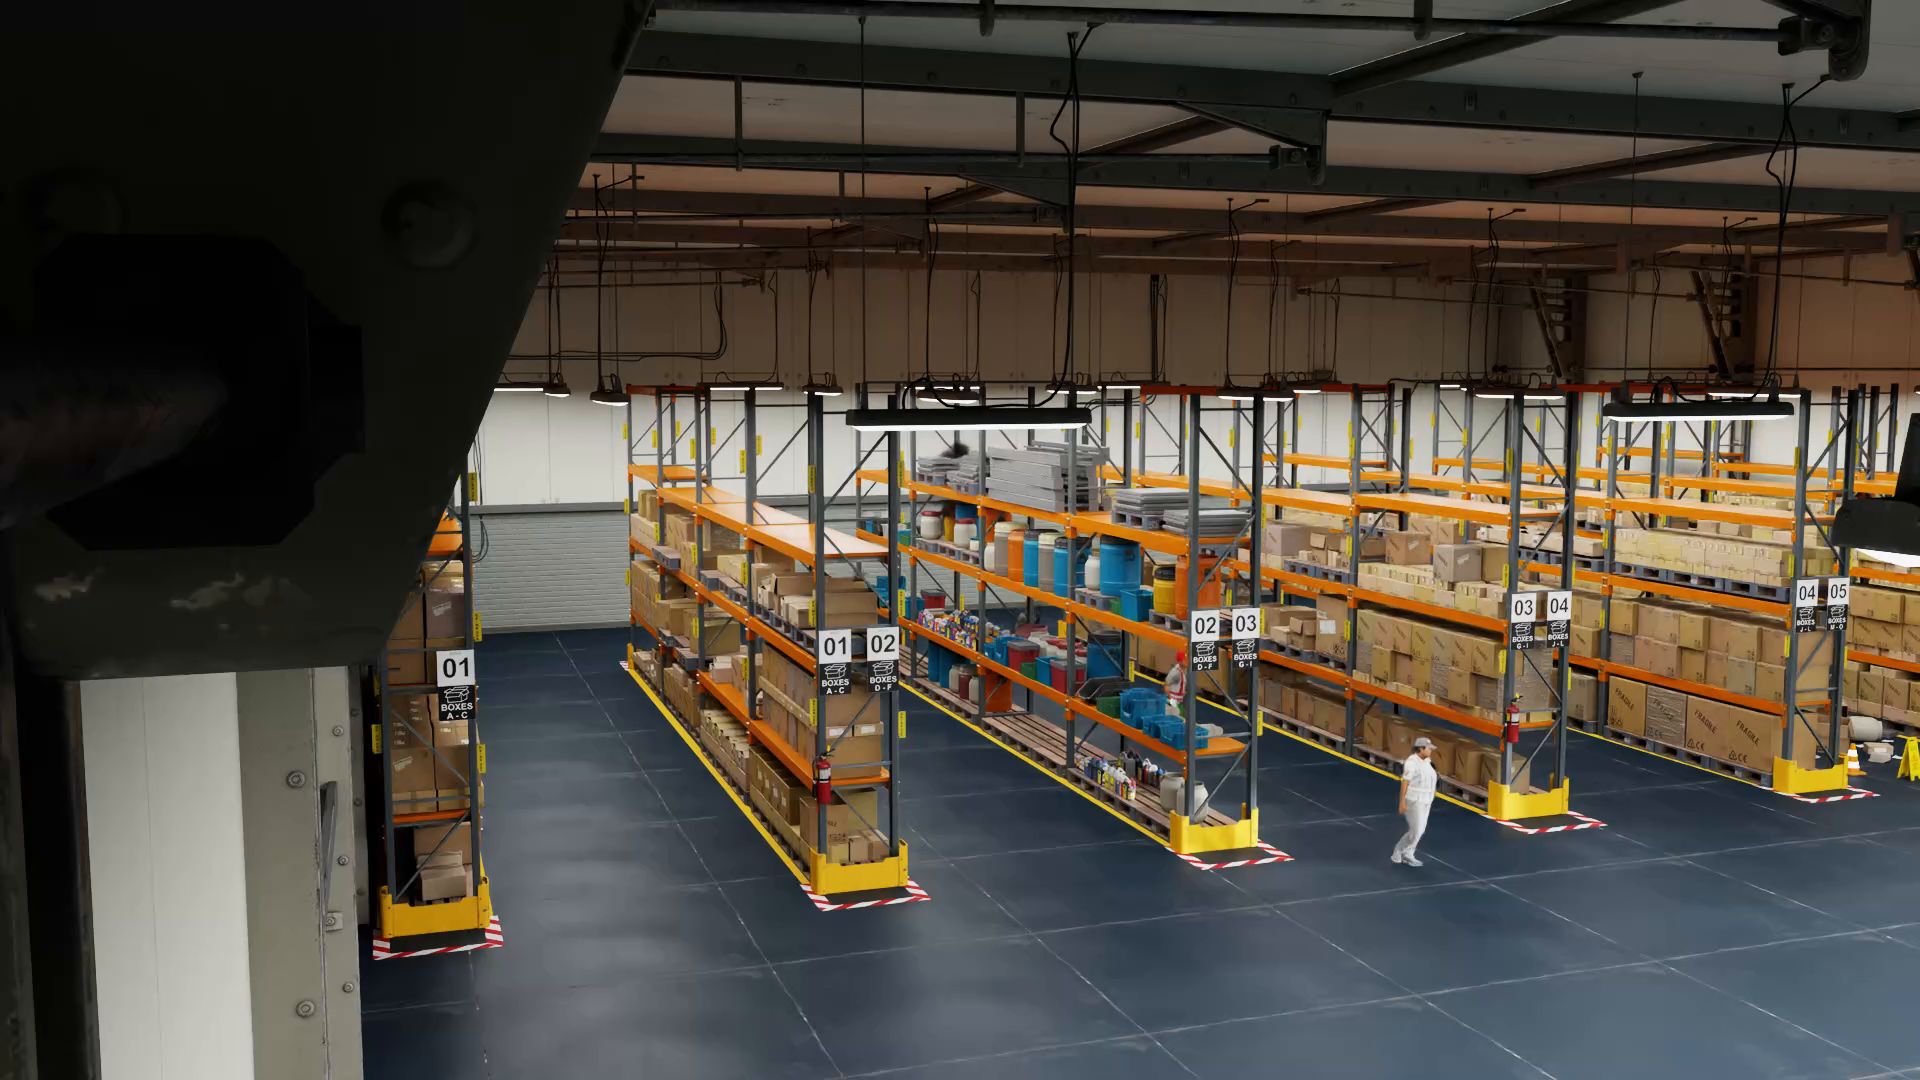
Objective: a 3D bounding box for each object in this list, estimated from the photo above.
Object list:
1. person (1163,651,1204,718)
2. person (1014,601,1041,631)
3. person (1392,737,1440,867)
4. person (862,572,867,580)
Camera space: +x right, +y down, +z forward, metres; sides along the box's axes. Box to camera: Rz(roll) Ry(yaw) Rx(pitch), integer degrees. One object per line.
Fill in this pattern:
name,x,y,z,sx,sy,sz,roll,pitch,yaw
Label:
person,3.617,2.660,27.482,0.781,1.718,0.695,2,6,19
person,1.392,2.021,33.781,0.668,1.678,0.695,-4,7,-35
person,5.787,3.334,21.108,0.445,1.671,0.603,6,8,43
person,-2.347,1.522,39.150,0.534,1.562,0.546,-1,6,-7
